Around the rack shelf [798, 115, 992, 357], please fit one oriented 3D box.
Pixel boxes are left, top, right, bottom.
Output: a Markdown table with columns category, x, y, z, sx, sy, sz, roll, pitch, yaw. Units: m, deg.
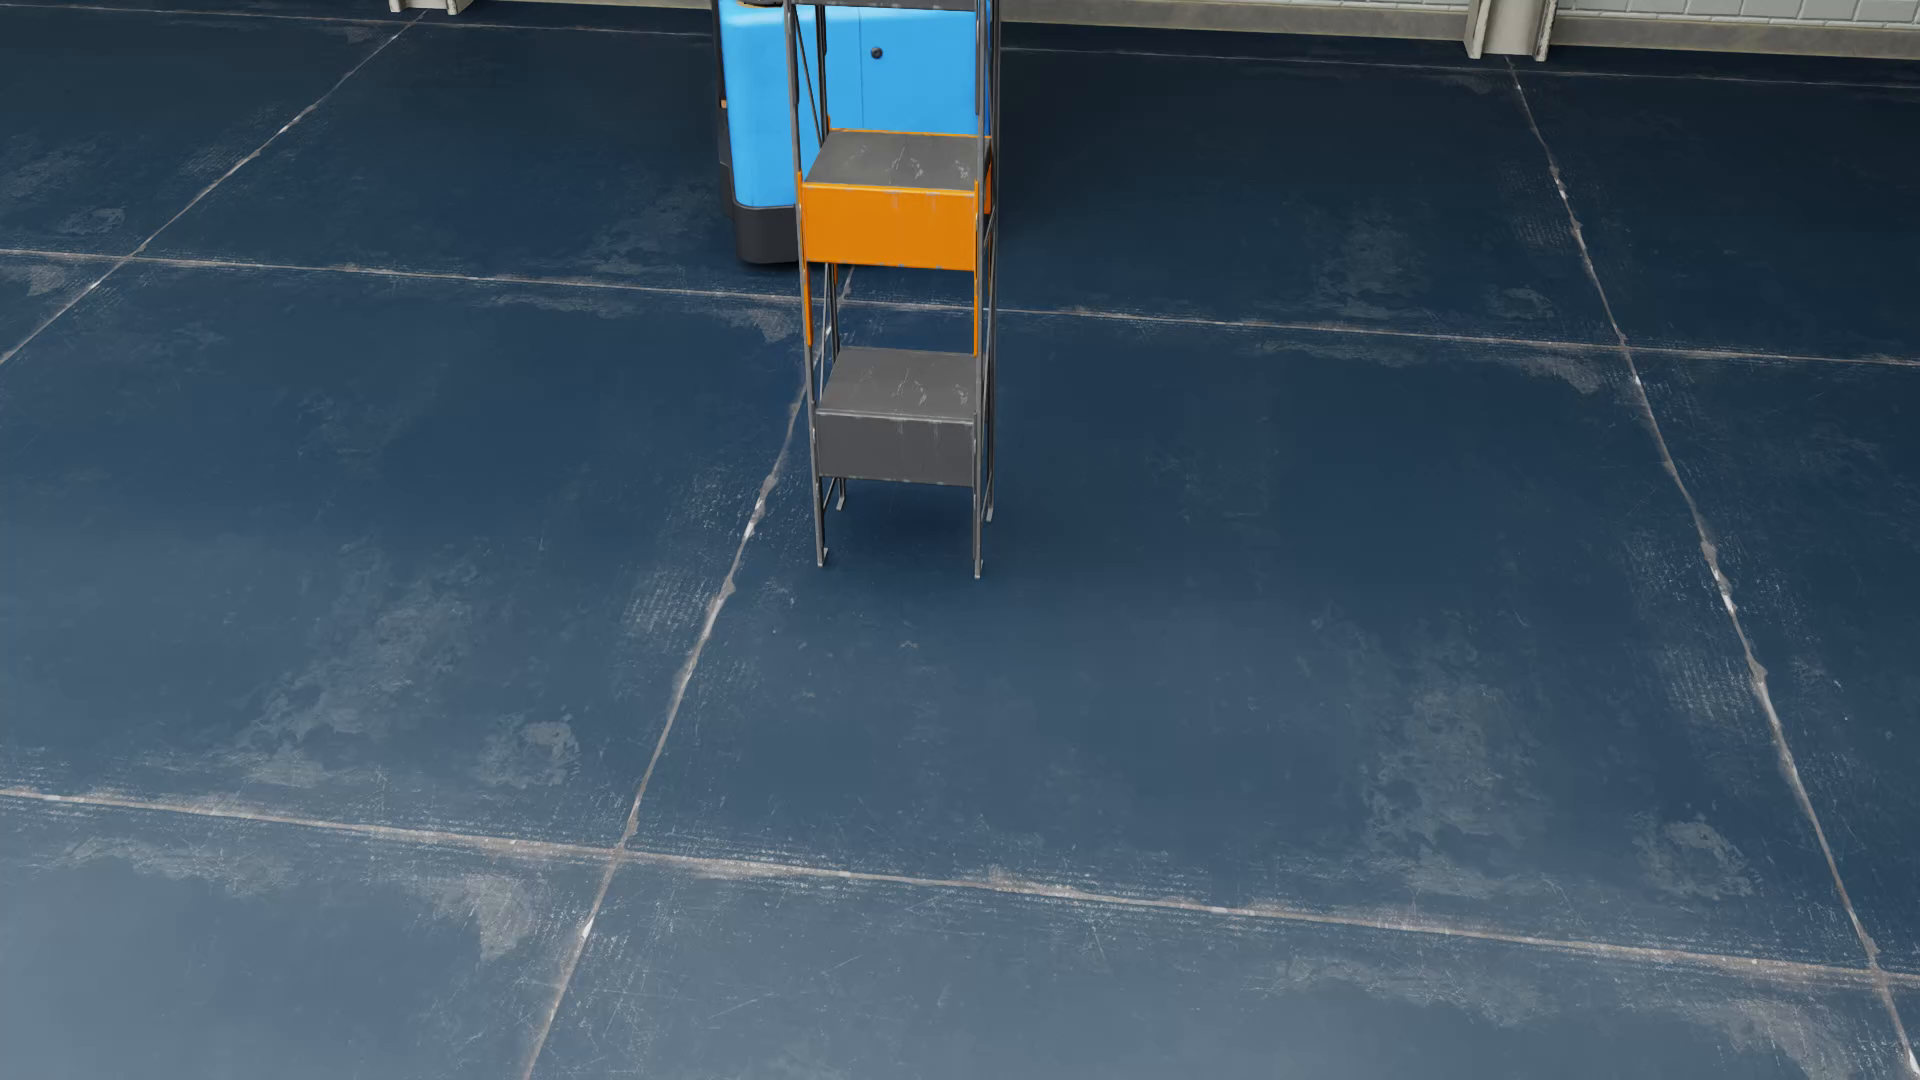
| category | x | y | z | sx | sy | sz | roll | pitch | yaw |
| --- | --- | --- | --- | --- | --- | --- | --- | --- | --- |
| rack shelf | -0.164 | -0.856 | 4.665 | 0.480 | 0.518 | 0.431 | 4 | 36 | 6 |

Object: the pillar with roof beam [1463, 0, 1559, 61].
| category | x | y | z | sx | sy | sz | roll | pitch | yaw |
| --- | --- | --- | --- | --- | --- | --- | --- | --- | --- |
| pillar with roof beam | 2.377 | -3.819 | 2.854 | 0.400 | 9.000 | 9.100 | 4 | 36 | 6 |

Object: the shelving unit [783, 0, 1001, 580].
| category | x | y | z | sx | sy | sz | roll | pitch | yaw |
| --- | --- | --- | --- | --- | --- | --- | --- | --- | --- |
| shelving unit | -0.164 | -0.867 | 4.657 | 0.503 | 2.100 | 0.431 | 4 | 36 | 6 |

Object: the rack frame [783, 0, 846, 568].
| category | x | y | z | sx | sy | sz | roll | pitch | yaw |
| --- | --- | --- | --- | --- | --- | --- | --- | --- | --- |
| rack frame | -0.406 | -0.885 | 4.683 | 0.015 | 2.100 | 0.400 | 4 | 36 | 6 |

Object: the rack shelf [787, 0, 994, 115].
| category | x | y | z | sx | sy | sz | roll | pitch | yaw |
| --- | --- | --- | --- | --- | --- | --- | --- | --- | --- |
| rack shelf | -0.164 | -1.426 | 4.259 | 0.480 | 0.518 | 0.431 | 4 | 36 | 6 |

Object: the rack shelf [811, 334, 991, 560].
| category | x | y | z | sx | sy | sz | roll | pitch | yaw |
| --- | --- | --- | --- | --- | --- | --- | --- | --- | --- |
| rack shelf | -0.164 | -0.286 | 5.072 | 0.480 | 0.518 | 0.431 | 4 | 36 | 6 |

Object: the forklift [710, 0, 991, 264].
| category | x | y | z | sx | sy | sz | roll | pitch | yaw |
| --- | --- | --- | --- | --- | --- | --- | --- | --- | --- |
| forklift | -0.596 | -3.151 | 7.141 | 1.130 | 2.935 | 3.031 | -5 | 36 | -7 |

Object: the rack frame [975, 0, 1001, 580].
| category | x | y | z | sx | sy | sz | roll | pitch | yaw |
| --- | --- | --- | --- | --- | --- | --- | --- | --- | --- |
| rack frame | 0.078 | -0.849 | 4.632 | 0.015 | 2.100 | 0.400 | 4 | 36 | 6 |
